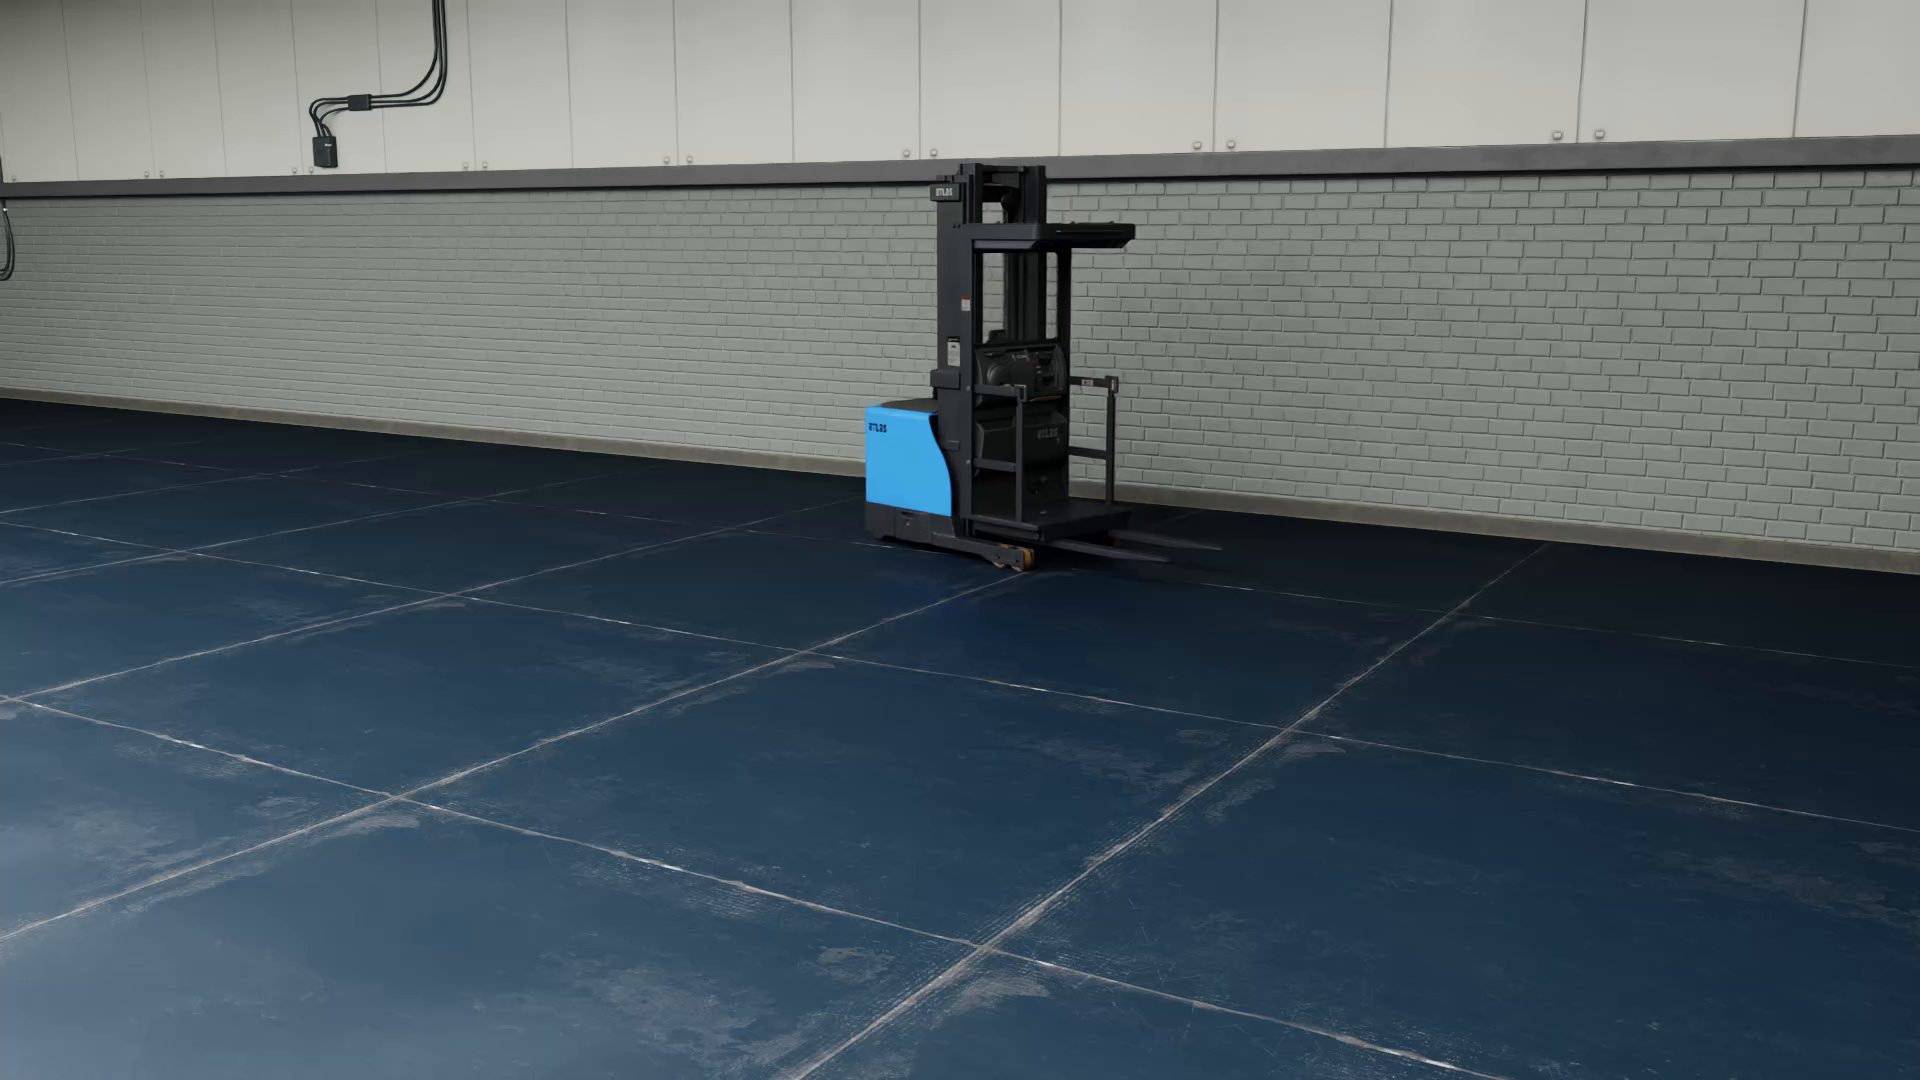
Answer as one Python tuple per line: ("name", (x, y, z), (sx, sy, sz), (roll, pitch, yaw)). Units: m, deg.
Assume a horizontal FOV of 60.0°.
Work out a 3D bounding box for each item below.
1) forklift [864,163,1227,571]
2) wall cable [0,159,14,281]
("forklift", (0.611, -1.320, 12.453), (1.130, 2.935, 3.031), (-10, 15, -43))
("wall cable", (-14.930, -5.082, 24.497), (3.097, 2.526, 0.112), (6, 12, 31))
